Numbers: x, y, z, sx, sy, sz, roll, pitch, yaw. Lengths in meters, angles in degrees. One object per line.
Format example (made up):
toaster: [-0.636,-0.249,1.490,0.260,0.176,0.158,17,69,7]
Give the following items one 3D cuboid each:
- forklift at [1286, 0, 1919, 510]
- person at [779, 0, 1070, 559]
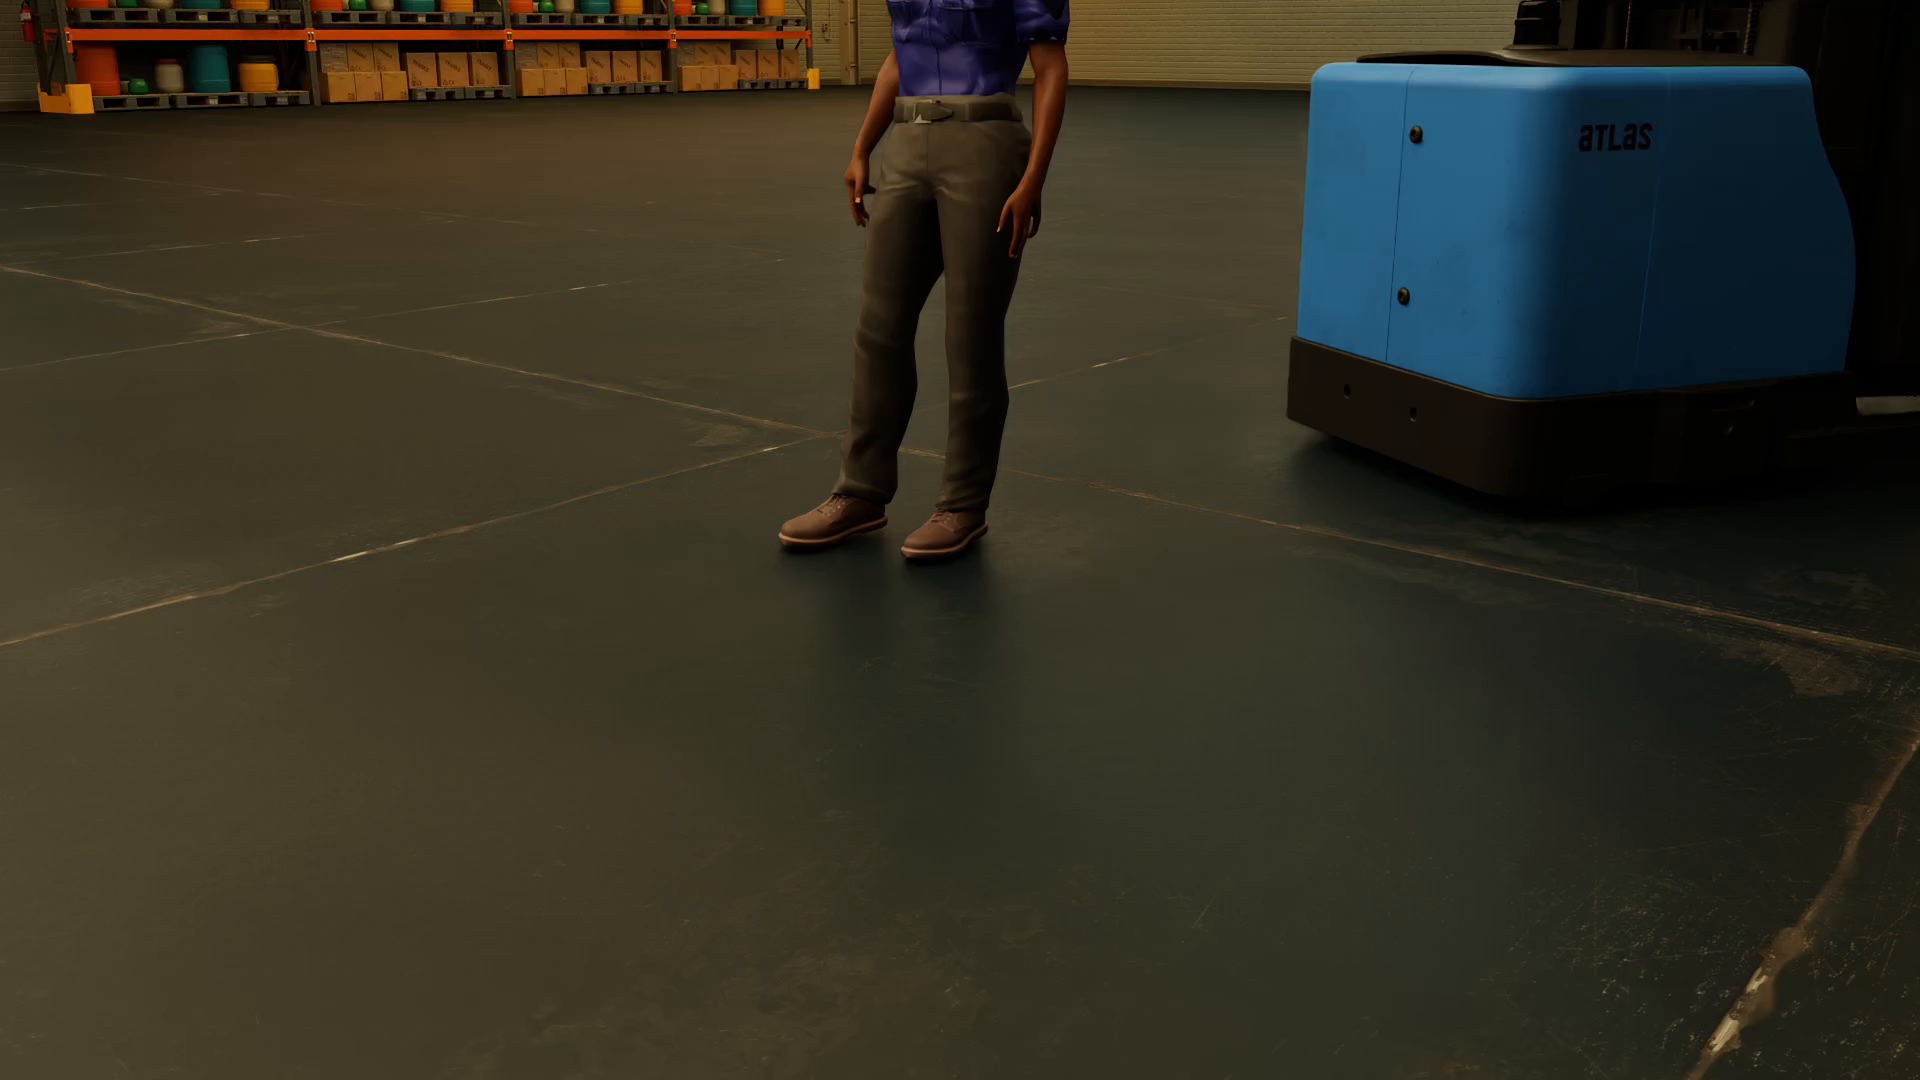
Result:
forklift: [2.529,-1.728,4.589,3.031,2.935,1.130,-6,18,-20]
person: [-0.071,-0.783,3.647,0.569,1.656,0.503,13,21,37]
